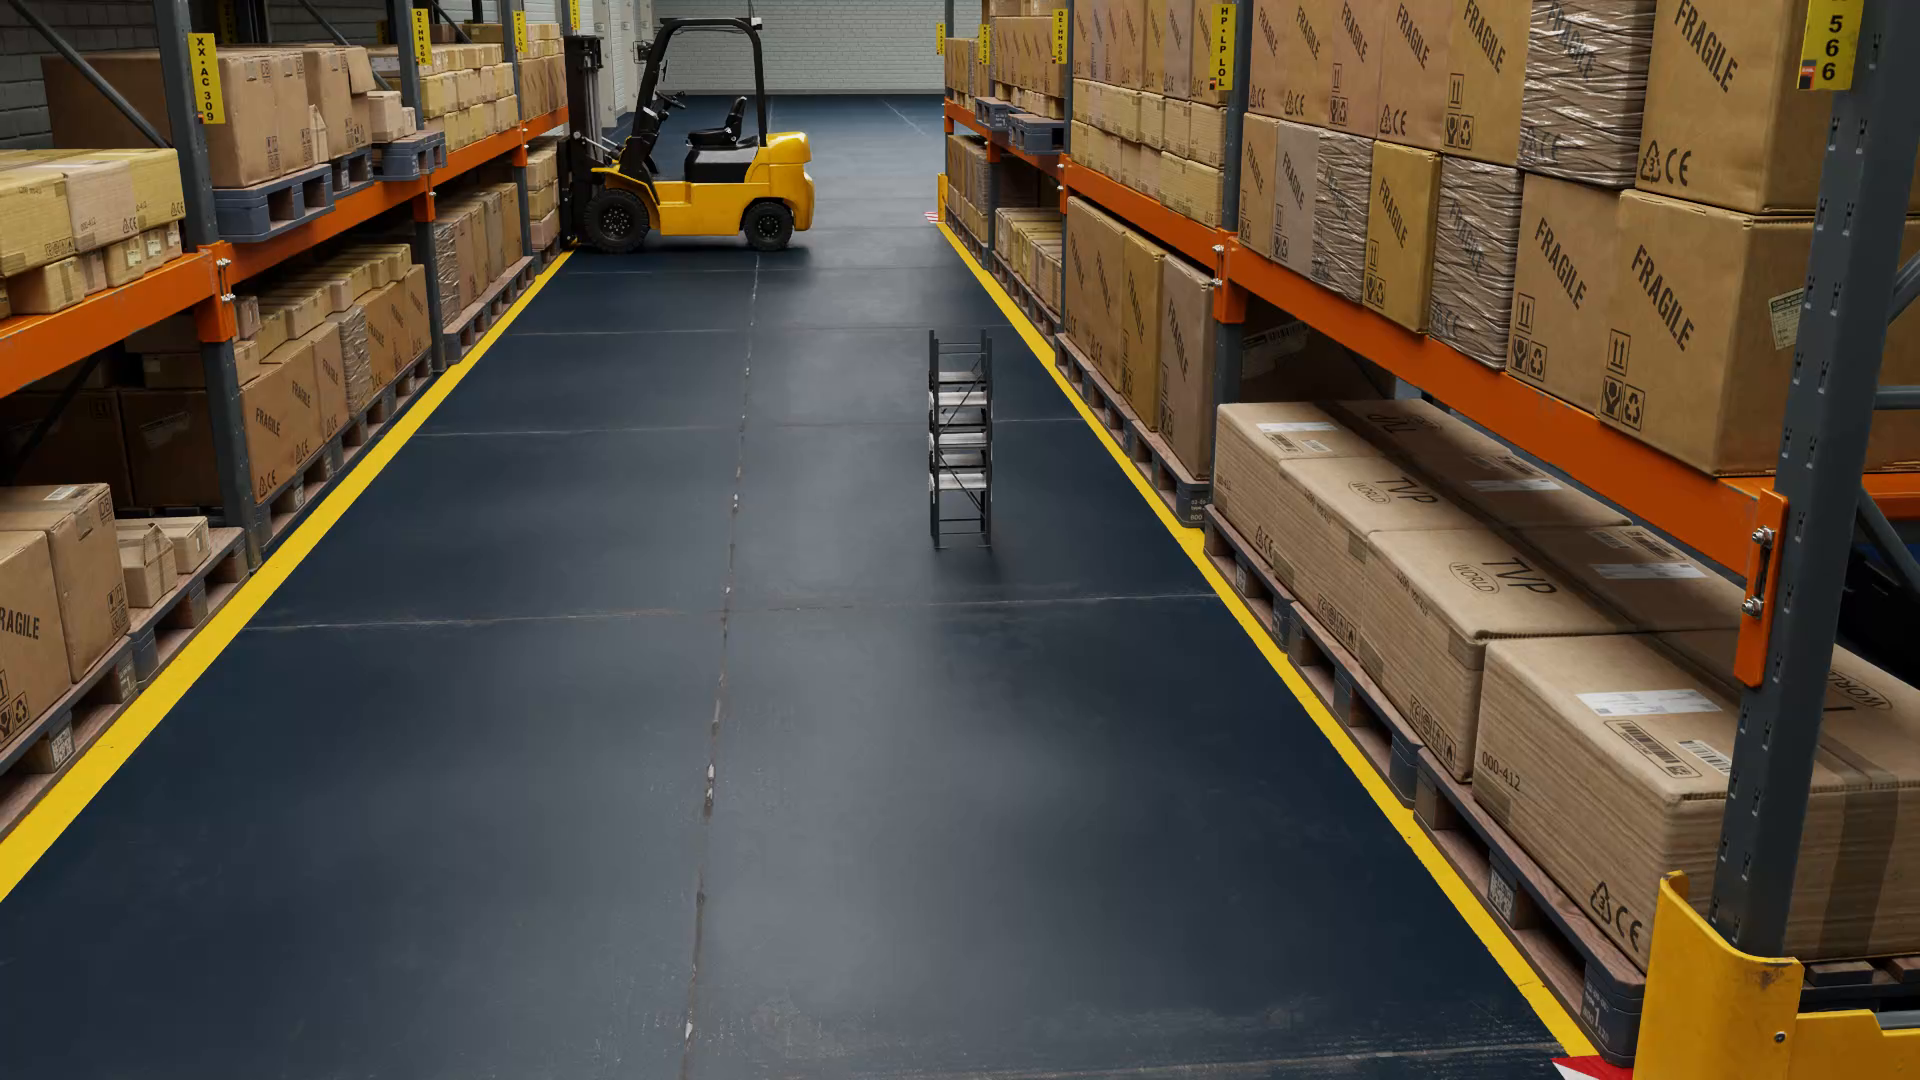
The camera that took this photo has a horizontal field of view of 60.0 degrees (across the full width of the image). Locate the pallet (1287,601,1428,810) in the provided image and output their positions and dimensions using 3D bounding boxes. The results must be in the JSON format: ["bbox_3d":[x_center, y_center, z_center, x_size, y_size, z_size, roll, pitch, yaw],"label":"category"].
[{"bbox_3d":[1.706,0.477,5.306,1.003,0.211,1.213,-2,18,-6],"label":"pallet"}]

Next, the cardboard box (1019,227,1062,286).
[{"bbox_3d":[0.959,-2.200,12.862,0.950,0.372,0.625,-1,17,-4],"label":"cardboard box"}]

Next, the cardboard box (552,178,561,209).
[{"bbox_3d":[-4.022,-3.257,15.598,0.500,0.250,0.500,-2,18,-6],"label":"cardboard box"}]

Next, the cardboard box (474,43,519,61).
[{"bbox_3d":[-3.957,-4.136,14.095,0.380,0.149,0.250,-2,18,-7],"label":"cardboard box"}]

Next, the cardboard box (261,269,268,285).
[{"bbox_3d":[-3.987,-1.401,9.021,0.380,0.149,0.250,-3,18,-8],"label":"cardboard box"}]

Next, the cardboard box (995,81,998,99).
[{"bbox_3d":[0.494,-3.737,13.789,0.380,0.149,0.250,-2,17,-5],"label":"cardboard box"}]

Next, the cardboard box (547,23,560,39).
[{"bbox_3d":[-4.241,-5.117,16.722,0.380,0.149,0.250,-1,17,-4],"label":"cardboard box"}]

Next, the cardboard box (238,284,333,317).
[{"bbox_3d":[-3.386,-1.191,8.354,0.380,0.149,0.250,-2,18,-5],"label":"cardboard box"}]

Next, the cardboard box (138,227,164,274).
[{"bbox_3d":[-3.028,-1.009,5.801,0.380,0.149,0.250,-1,17,-4],"label":"cardboard box"}]

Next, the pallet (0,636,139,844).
[{"bbox_3d":[-3.161,0.607,4.892,1.003,0.211,1.213,-2,18,-6],"label":"pallet"}]

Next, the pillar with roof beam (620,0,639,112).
[{"bbox_3d":[-3.616,-14.778,39.226,9.100,9.000,0.400,-2,18,-6],"label":"pillar with roof beam"}]

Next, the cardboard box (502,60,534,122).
[{"bbox_3d":[-3.971,-3.864,14.310,0.500,0.500,0.500,-2,18,-7],"label":"cardboard box"}]

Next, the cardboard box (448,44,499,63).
[{"bbox_3d":[-3.885,-3.862,13.221,0.380,0.149,0.250,-2,18,-6],"label":"cardboard box"}]

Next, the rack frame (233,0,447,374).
[{"bbox_3d":[-3.773,-2.484,10.082,1.000,3.000,0.127,-2,18,-6],"label":"rack frame"}]

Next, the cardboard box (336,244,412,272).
[{"bbox_3d":[-3.470,-1.662,9.853,0.380,0.149,0.250,-3,18,-8],"label":"cardboard box"}]

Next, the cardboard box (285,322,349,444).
[{"bbox_3d":[-3.298,-0.759,8.057,0.500,0.500,0.500,-2,18,-7],"label":"cardboard box"}]

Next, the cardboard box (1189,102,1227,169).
[{"bbox_3d":[1.289,-1.738,7.120,0.500,0.250,0.500,-2,18,-6],"label":"cardboard box"}]

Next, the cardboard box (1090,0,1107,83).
[{"bbox_3d":[1.032,-2.862,9.448,0.500,0.500,0.500,-2,18,-5],"label":"cardboard box"}]

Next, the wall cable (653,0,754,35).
[{"bbox_3d":[-7.505,-15.870,47.887,3.097,2.526,0.112,-2,18,-6],"label":"wall cable"}]

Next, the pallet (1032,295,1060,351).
[{"bbox_3d":[1.085,-1.541,11.734,1.003,0.211,1.213,-2,18,-6],"label":"pallet"}]

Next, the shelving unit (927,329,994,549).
[{"bbox_3d":[0.001,-0.427,7.035,0.258,0.900,0.210,-2,18,-6],"label":"shelving unit"}]

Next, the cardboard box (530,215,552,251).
[{"bbox_3d":[-3.906,-2.719,14.719,0.500,0.250,0.500,-2,18,-5],"label":"cardboard box"}]

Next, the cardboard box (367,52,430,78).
[{"bbox_3d":[-3.513,-2.946,10.302,0.380,0.149,0.250,-1,17,-4],"label":"cardboard box"}]

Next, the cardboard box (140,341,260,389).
[{"bbox_3d":[-3.133,-0.725,6.867,0.380,0.149,0.250,-1,17,-3],"label":"cardboard box"}]

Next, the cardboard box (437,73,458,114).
[{"bbox_3d":[-3.626,-2.940,10.950,0.500,0.250,0.500,-1,17,-4],"label":"cardboard box"}]

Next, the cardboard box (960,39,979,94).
[{"bbox_3d":[0.283,-4.605,16.174,0.500,0.500,0.500,-2,18,-7],"label":"cardboard box"}]

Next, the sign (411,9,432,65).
[{"bbox_3d":[-3.234,-3.019,9.983,0.100,0.325,0.005,-2,18,-6],"label":"sign"}]

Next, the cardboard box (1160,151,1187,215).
[{"bbox_3d":[1.228,-1.653,7.685,0.500,0.250,0.500,-2,18,-6],"label":"cardboard box"}]

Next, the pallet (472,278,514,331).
[{"bbox_3d":[-3.942,-1.763,12.440,1.003,0.211,1.213,-2,18,-6],"label":"pallet"}]

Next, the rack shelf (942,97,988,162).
[{"bbox_3d":[0.545,-4.083,16.376,1.077,0.370,4.000,-2,18,-6],"label":"rack shelf"}]

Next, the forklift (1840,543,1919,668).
[{"bbox_3d":[3.818,-1.234,6.213,1.130,2.935,3.031,1,17,4],"label":"forklift"}]

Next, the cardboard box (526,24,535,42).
[{"bbox_3d":[-4.000,-4.510,14.788,0.380,0.149,0.250,-1,17,-4],"label":"cardboard box"}]

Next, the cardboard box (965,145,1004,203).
[{"bbox_3d":[0.316,-3.548,16.109,0.500,0.500,0.500,-1,17,-3],"label":"cardboard box"}]

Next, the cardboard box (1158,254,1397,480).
[{"bbox_3d":[1.433,-0.816,7.614,0.875,0.875,0.875,-1,17,-4],"label":"cardboard box"}]

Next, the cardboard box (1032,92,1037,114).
[{"bbox_3d":[0.708,-3.036,11.559,0.380,0.149,0.250,-3,18,-8],"label":"cardboard box"}]

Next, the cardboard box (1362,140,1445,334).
[{"bbox_3d":[1.510,-0.895,4.853,0.500,0.500,0.500,-1,17,-4],"label":"cardboard box"}]

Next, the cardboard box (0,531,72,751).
[{"bbox_3d":[-2.921,0.290,4.718,0.500,0.500,0.500,-1,17,-5],"label":"cardboard box"}]

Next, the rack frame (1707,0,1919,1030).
[{"bbox_3d":[1.986,-0.255,2.982,0.949,2.616,0.053,-2,18,-6],"label":"rack frame"}]

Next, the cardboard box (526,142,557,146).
[{"bbox_3d":[-4.120,-3.804,16.505,0.500,0.250,0.500,-2,17,-5],"label":"cardboard box"}]

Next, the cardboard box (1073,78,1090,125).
[{"bbox_3d":[0.971,-2.647,10.017,0.500,0.250,0.500,-2,18,-6],"label":"cardboard box"}]

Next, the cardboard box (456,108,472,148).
[{"bbox_3d":[-3.682,-2.856,11.516,0.500,0.250,0.500,-2,18,-7],"label":"cardboard box"}]

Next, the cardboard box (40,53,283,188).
[{"bbox_3d":[-3.188,-1.692,6.690,0.700,0.500,0.500,-1,17,-4],"label":"cardboard box"}]

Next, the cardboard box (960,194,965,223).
[{"bbox_3d":[0.261,-3.347,16.721,0.500,0.250,0.500,-1,17,-2],"label":"cardboard box"}]

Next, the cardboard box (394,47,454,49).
[{"bbox_3d":[-3.779,-3.404,11.763,0.380,0.149,0.250,-2,18,-6],"label":"cardboard box"}]

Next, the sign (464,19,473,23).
[{"bbox_3d":[-5.151,-5.303,17.484,0.100,0.325,0.005,-2,18,-6],"label":"sign"}]

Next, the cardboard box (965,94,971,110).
[{"bbox_3d":[0.248,-4.252,16.133,0.380,0.149,0.250,-2,18,-5],"label":"cardboard box"}]

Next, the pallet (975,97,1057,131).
[{"bbox_3d":[0.686,-3.507,13.659,1.003,0.211,1.213,-2,18,-6],"label":"pallet"}]

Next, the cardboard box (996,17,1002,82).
[{"bbox_3d":[0.567,-3.923,13.299,0.500,0.500,0.500,-2,18,-5],"label":"cardboard box"}]

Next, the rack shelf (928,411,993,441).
[{"bbox_3d":[0.001,-0.481,7.018,0.258,0.077,0.200,-2,18,-6],"label":"rack shelf"}]

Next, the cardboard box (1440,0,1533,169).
[{"bbox_3d":[1.572,-1.219,4.214,0.500,0.500,0.500,-2,18,-6],"label":"cardboard box"}]

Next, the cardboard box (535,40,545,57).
[{"bbox_3d":[-4.096,-4.598,15.564,0.380,0.149,0.250,-2,18,-7],"label":"cardboard box"}]

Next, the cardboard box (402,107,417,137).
[{"bbox_3d":[-3.323,-2.381,9.471,0.380,0.149,0.250,-1,17,-5],"label":"cardboard box"}]
